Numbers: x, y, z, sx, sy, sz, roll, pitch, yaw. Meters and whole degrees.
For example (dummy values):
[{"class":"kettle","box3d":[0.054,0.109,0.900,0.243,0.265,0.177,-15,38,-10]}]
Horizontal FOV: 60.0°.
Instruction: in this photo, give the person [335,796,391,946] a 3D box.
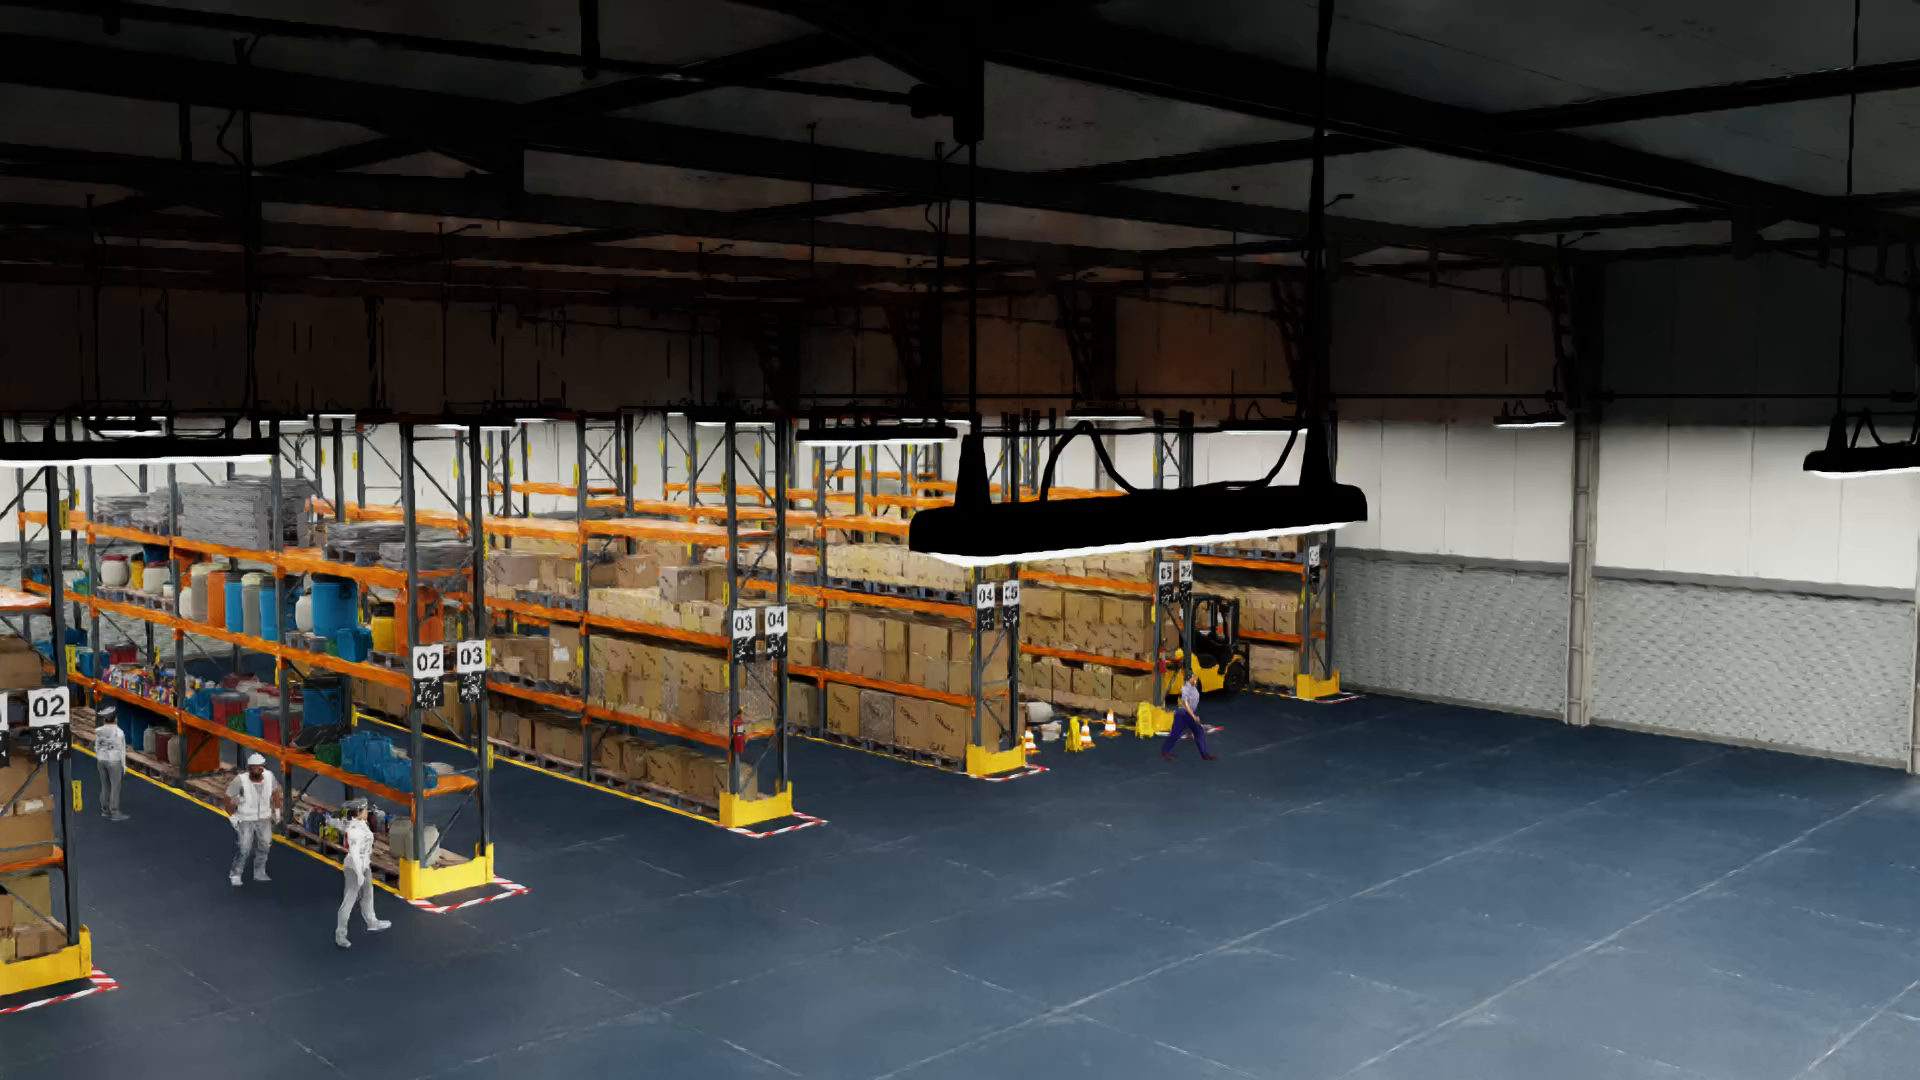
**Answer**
[{"class":"person","box3d":[-6.988,3.806,19.361,0.549,1.670,0.685,-1,5,-9]}]

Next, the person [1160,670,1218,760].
[{"class":"person","box3d":[3.957,3.028,28.818,1.000,1.580,0.472,4,6,37]}]

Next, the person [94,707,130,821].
[{"class":"person","box3d":[-12.642,3.328,24.825,0.532,1.677,0.411,1,5,15]}]

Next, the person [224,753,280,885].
[{"class":"person","box3d":[-9.148,3.603,21.540,0.549,1.735,0.702,5,7,43]}]
